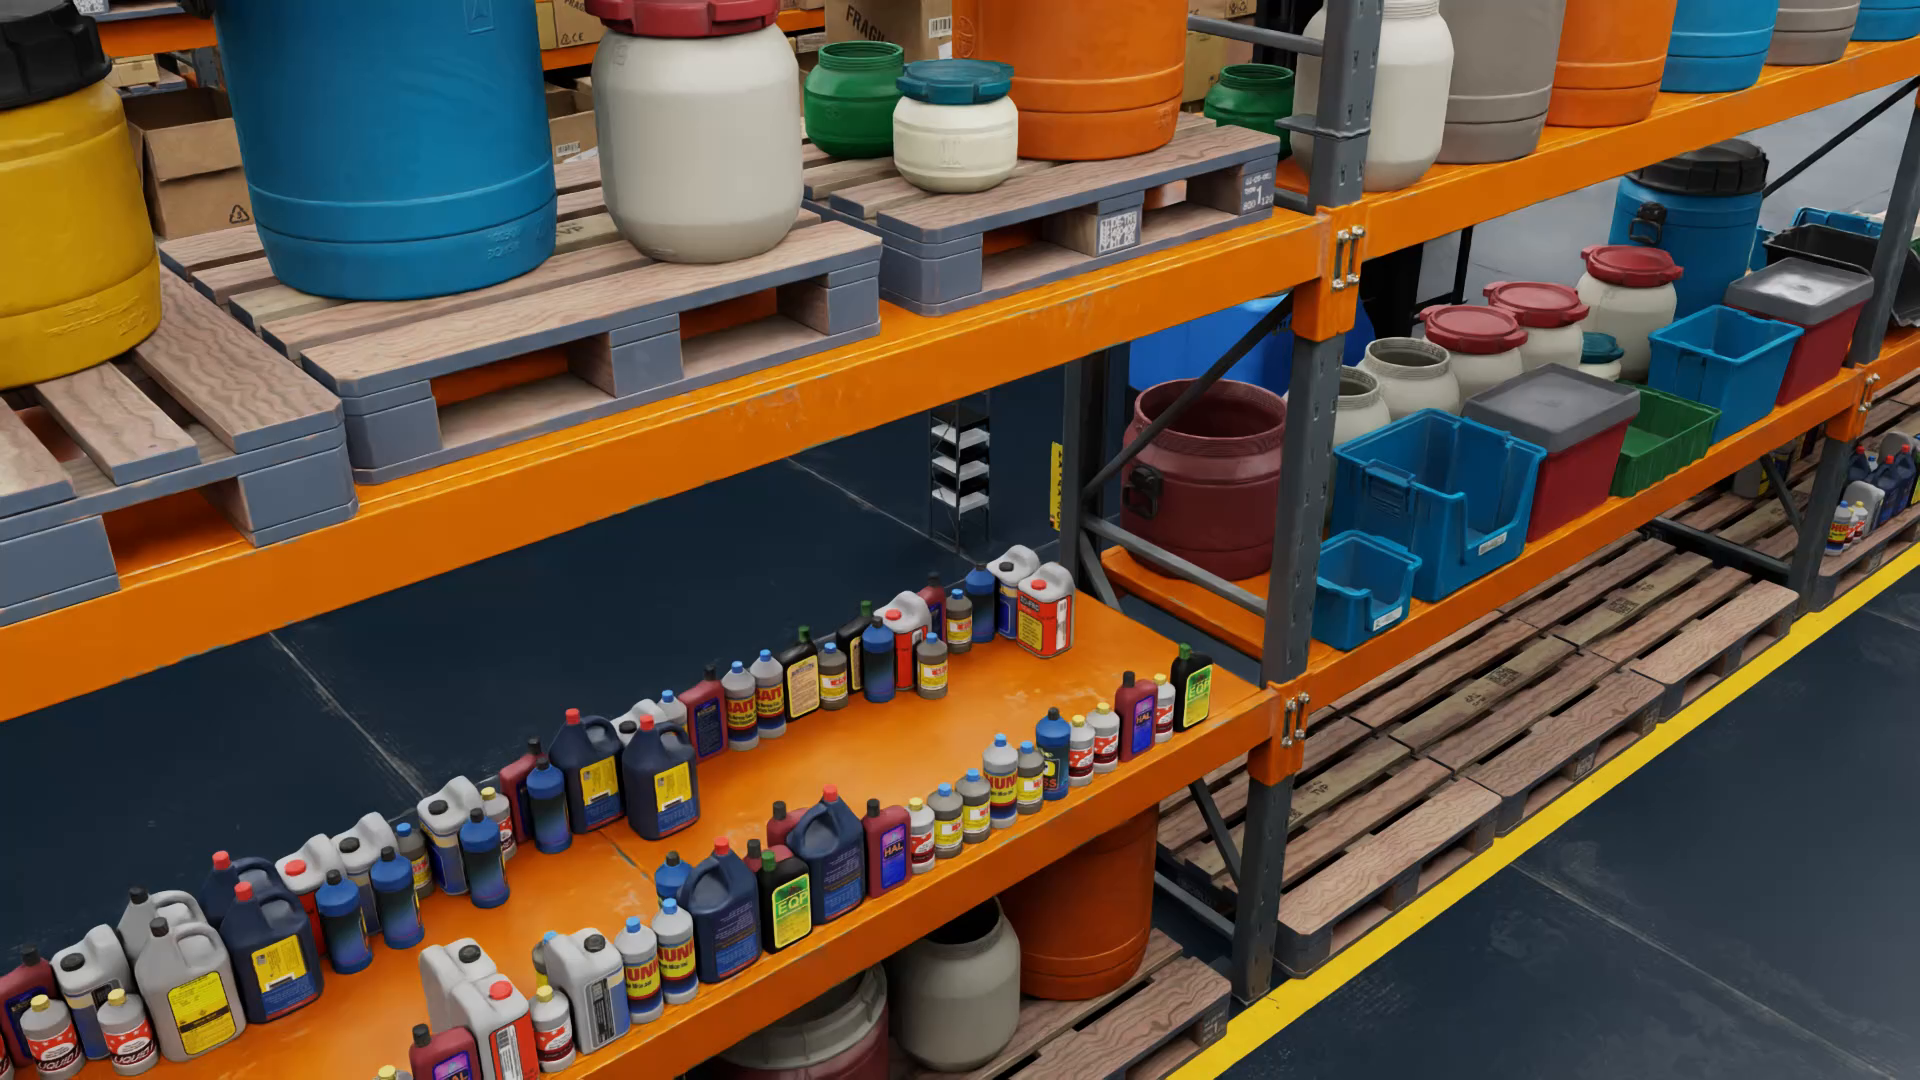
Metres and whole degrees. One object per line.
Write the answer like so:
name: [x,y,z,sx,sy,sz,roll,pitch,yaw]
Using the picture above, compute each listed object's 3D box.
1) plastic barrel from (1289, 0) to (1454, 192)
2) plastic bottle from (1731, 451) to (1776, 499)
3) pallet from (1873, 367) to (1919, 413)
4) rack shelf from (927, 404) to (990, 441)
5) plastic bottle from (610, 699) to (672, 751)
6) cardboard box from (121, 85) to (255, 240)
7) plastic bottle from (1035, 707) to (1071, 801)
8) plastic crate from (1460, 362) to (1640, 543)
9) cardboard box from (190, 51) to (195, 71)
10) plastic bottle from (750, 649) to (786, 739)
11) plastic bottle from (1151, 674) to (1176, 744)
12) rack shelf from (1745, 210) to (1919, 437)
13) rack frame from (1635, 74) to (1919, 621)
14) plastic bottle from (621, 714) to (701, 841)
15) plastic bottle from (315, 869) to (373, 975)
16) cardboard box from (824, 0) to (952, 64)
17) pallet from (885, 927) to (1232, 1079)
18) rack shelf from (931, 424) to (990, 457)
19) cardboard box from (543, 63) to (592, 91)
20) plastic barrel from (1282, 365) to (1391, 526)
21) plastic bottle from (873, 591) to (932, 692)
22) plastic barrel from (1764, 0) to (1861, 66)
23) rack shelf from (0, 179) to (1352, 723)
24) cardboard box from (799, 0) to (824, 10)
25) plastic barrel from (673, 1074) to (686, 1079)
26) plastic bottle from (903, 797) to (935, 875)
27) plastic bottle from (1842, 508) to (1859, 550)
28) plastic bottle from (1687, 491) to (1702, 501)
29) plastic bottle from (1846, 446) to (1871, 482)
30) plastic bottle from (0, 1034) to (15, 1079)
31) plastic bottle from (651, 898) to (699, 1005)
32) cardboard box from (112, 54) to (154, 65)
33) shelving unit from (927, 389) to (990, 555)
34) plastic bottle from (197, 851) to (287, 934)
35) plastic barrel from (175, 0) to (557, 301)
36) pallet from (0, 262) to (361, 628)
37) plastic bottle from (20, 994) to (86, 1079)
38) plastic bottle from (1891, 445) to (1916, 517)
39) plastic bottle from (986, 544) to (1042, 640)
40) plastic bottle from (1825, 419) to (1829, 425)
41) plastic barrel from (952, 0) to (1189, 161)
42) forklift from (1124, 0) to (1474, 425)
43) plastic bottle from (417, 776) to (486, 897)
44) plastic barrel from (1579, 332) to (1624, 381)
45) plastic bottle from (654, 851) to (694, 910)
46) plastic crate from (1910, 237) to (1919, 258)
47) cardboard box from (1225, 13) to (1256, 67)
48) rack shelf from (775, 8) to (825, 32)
plastic barrel: [1.146,-1.265,4.634,0.421,0.512,0.421,0,28,0]
plastic bottle: [4.150,-0.406,8.671,0.185,0.351,0.144,-22,35,-35]
pallet: [6.148,-0.838,10.095,1.213,0.211,1.003,-22,35,-35]
rack shelf: [-0.006,-0.603,8.422,0.200,0.077,0.258,-22,35,-35]
plastic bottle: [-0.884,0.588,4.599,0.135,0.276,0.152,-22,35,-35]
cardboard box: [-3.569,-1.754,7.679,0.637,0.503,0.797,-21,35,-34]
plastic bottle: [0.256,0.585,4.610,0.097,0.271,0.097,0,28,0]
plastic crate: [2.138,-0.321,6.099,0.583,0.464,0.402,-22,35,-35]
cardboard box: [-5.478,-3.771,12.518,0.500,0.500,0.500,-22,35,-35]
plastic bottle: [-0.564,0.444,4.873,0.097,0.271,0.097,0,28,0]
plastic bottle: [0.580,0.485,4.870,0.097,0.201,0.097,0,28,0]
rack shelf: [5.275,-1.426,8.999,4.000,0.370,1.077,-22,35,-35]
rack frame: [3.753,-1.131,7.685,0.127,3.000,1.000,-22,35,-35]
plastic bottle: [-0.807,0.616,4.468,0.185,0.351,0.144,-22,35,-35]
plastic bottle: [-1.486,0.909,4.003,0.097,0.271,0.097,0,28,0]
cardboard box: [-0.157,-3.164,10.406,1.000,1.000,1.000,-22,35,-35]
pallet: [0.138,1.578,5.573,1.213,0.211,1.003,-22,35,-35]
rack shelf: [-0.006,-0.524,8.464,0.200,0.077,0.258,-22,35,-35]
cardboard box: [-3.017,-3.688,14.409,0.750,0.750,1.050,-22,35,-35]
plastic barrel: [1.354,-0.348,6.101,0.421,0.512,0.421,0,28,0]
plastic bottle: [-0.180,0.305,5.128,0.135,0.276,0.152,-22,35,-35]
plastic barrel: [3.010,-2.242,6.048,0.600,0.901,0.600,0,28,0]
rack shelf: [-0.811,-0.302,3.713,4.000,0.370,1.077,-22,35,-35]
cardboard box: [-1.440,-5.199,15.137,0.550,0.550,0.875,-22,35,-35]
plastic barrel: [-0.881,1.710,4.561,0.421,0.512,0.421,0,28,0]
plastic bottle: [-0.114,0.764,4.348,0.097,0.201,0.097,0,28,0]
plastic bottle: [4.358,-0.063,8.187,0.097,0.201,0.097,0,28,0]
plastic bottle: [3.827,-0.314,8.657,0.097,0.201,0.097,0,28,0]
plastic bottle: [4.543,-0.307,8.486,0.185,0.351,0.144,-22,35,-35]
plastic bottle: [-2.172,1.122,3.679,0.097,0.201,0.097,0,28,0]
plastic bottle: [-0.672,0.958,3.911,0.097,0.271,0.097,0,28,0]
cardboard box: [-5.727,-3.384,11.406,0.250,0.149,0.380,-21,35,-34]
shelving unit: [-0.006,-0.394,8.533,0.210,0.900,0.258,-22,35,-35]
plastic bottle: [-1.705,0.883,3.968,0.185,0.351,0.144,-22,35,-35]
plastic barrel: [-1.133,-0.990,3.261,0.708,0.901,0.600,-22,35,-35]
pallet: [-1.800,-0.199,2.957,1.003,0.211,1.213,-22,35,-35]
plastic bottle: [-2.031,1.103,3.715,0.097,0.201,0.097,0,28,0]
plastic bottle: [4.780,-0.313,8.497,0.185,0.351,0.144,-24,36,-37]
plastic bottle: [0.171,0.163,5.393,0.135,0.276,0.152,-22,35,-35]
plastic bottle: [4.954,-0.798,9.489,0.097,0.271,0.097,0,28,0]
plastic barrel: [0.277,-1.433,4.165,0.708,0.830,0.600,-22,35,-35]
forklift: [2.451,-2.199,9.755,3.031,2.935,1.130,-20,34,-33]
plastic bottle: [-1.302,0.756,4.284,0.135,0.276,0.152,-22,35,-35]
plastic barrel: [2.647,-0.721,7.062,0.301,0.262,0.301,0,28,0]
plastic bottle: [-0.692,0.877,4.064,0.097,0.271,0.097,0,28,0]
plastic crate: [4.969,-1.352,8.322,0.662,0.188,0.450,-22,35,-35]
cardboard box: [1.639,-3.528,11.747,0.500,0.500,0.875,-22,35,-35]
rack shelf: [-1.082,-5.011,15.708,4.000,0.370,1.077,-22,35,-35]
